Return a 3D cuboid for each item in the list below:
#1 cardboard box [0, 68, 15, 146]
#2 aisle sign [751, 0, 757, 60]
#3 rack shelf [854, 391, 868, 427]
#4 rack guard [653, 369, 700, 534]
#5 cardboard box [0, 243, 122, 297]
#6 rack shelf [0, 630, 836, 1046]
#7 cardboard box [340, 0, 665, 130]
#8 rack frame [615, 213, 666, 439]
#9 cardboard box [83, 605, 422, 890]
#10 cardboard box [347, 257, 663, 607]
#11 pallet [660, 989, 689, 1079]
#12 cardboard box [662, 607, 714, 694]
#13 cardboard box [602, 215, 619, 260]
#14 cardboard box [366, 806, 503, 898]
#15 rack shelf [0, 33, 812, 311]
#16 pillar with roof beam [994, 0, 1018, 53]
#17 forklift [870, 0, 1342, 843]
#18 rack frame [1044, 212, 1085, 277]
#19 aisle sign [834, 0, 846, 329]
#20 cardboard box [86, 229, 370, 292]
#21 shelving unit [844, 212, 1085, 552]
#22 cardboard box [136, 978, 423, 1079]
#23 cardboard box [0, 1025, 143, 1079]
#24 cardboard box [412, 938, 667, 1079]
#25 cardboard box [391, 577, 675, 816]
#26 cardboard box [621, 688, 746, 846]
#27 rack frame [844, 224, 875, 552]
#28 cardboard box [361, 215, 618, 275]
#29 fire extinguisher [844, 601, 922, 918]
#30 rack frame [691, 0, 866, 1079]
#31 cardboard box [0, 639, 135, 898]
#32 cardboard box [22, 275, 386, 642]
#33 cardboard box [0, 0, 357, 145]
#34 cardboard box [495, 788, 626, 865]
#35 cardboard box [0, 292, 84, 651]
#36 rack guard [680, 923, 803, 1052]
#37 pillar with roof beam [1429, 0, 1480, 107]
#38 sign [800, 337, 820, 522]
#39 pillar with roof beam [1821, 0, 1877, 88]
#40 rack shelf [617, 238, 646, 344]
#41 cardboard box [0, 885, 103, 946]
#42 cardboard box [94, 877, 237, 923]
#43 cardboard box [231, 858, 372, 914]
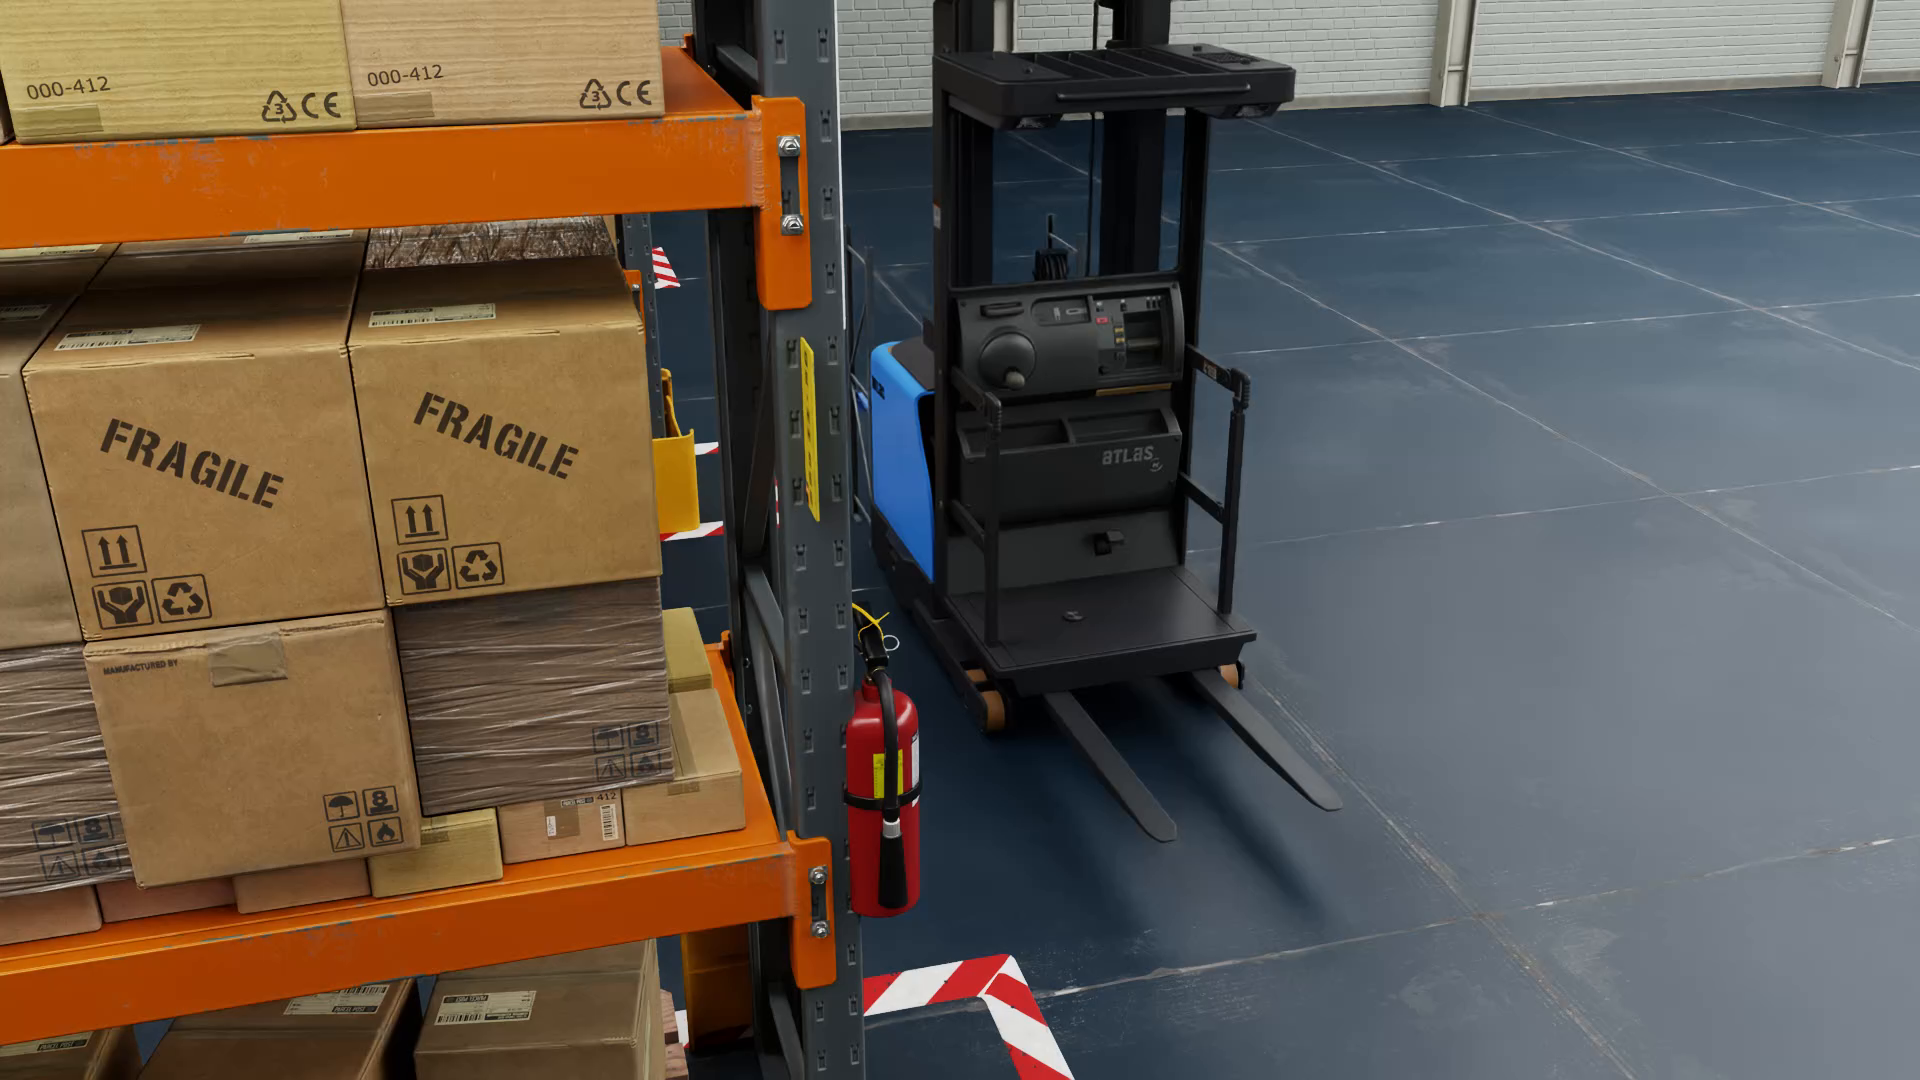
[{"bbox_3d":[-1.776,-0.792,2.679,0.500,0.250,0.500,-6,24,-13],"label":"cardboard box"},{"bbox_3d":[-0.427,-1.051,3.600,0.004,0.787,0.394,-6,24,-14],"label":"aisle sign"},{"bbox_3d":[0.013,-0.618,8.244,1.000,0.185,0.538,-6,24,-15],"label":"rack shelf"},{"bbox_3d":[-1.625,-0.484,8.744,0.348,0.500,1.175,-6,24,-14],"label":"rack guard"},{"bbox_3d":[-1.973,-0.319,3.417,0.500,0.500,0.500,-6,24,-14],"label":"cardboard box"},{"bbox_3d":[-2.331,0.807,3.477,4.000,0.370,1.077,-6,24,-14],"label":"rack shelf"},{"bbox_3d":[-0.801,-0.898,2.925,0.500,0.250,0.500,-6,24,-13],"label":"cardboard box"},{"bbox_3d":[-1.648,-1.630,8.245,0.127,3.000,1.000,-6,24,-14],"label":"rack frame"},{"bbox_3d":[-1.391,0.228,3.410,0.500,0.500,0.875,-6,24,-14],"label":"cardboard box"},{"bbox_3d":[-0.868,-0.226,3.201,0.500,0.500,0.500,-6,24,-14],"label":"cardboard box"},{"bbox_3d":[-1.270,1.626,4.192,1.213,0.211,1.003,-6,24,-14],"label":"pallet"},{"bbox_3d":[-0.744,0.319,4.021,0.250,0.149,0.380,-6,24,-14],"label":"cardboard box"},{"bbox_3d":[-1.993,-1.642,8.083,0.550,0.550,0.875,-6,24,-14],"label":"cardboard box"},{"bbox_3d":[-1.092,0.560,3.458,0.250,0.149,0.380,-6,24,-14],"label":"cardboard box"},{"bbox_3d":[-2.331,-0.571,2.885,4.000,0.370,1.077,-6,24,-14],"label":"rack shelf"},{"bbox_3d":[1.599,-7.412,14.113,0.400,9.000,9.100,-6,24,-14],"label":"pillar with roof beam"},{"bbox_3d":[0.508,-0.771,6.330,1.130,2.935,3.031,-7,24,-16],"label":"forklift"},{"bbox_3d":[0.502,-0.838,8.300,0.032,1.500,0.500,-6,24,-15],"label":"rack frame"},{"bbox_3d":[-0.265,-0.824,3.069,0.004,0.787,0.394,-6,24,-14],"label":"aisle sign"},{"bbox_3d":[-1.492,-0.373,3.543,0.500,0.500,0.500,-6,24,-14],"label":"cardboard box"},{"bbox_3d":[0.013,-0.783,8.173,1.048,1.500,0.538,-6,24,-15],"label":"shelving unit"},{"bbox_3d":[-1.577,1.356,3.923,0.500,0.500,0.500,0,23,0],"label":"cardboard box"},{"bbox_3d":[-2.185,1.416,3.784,0.500,0.500,0.500,-4,24,-9],"label":"cardboard box"},{"bbox_3d":[-1.011,1.280,4.101,0.500,0.500,0.500,-2,23,-5],"label":"cardboard box"},{"bbox_3d":[-0.942,0.129,3.641,0.500,0.500,0.875,-6,24,-14],"label":"cardboard box"},{"bbox_3d":[-0.624,0.488,3.628,0.250,0.149,0.380,-6,24,-14],"label":"cardboard box"},{"bbox_3d":[-0.476,-0.729,8.046,0.032,1.500,0.500,-6,24,-15],"label":"rack frame"},{"bbox_3d":[-1.008,-0.423,3.660,0.500,0.500,0.500,-6,24,-14],"label":"cardboard box"},{"bbox_3d":[-0.171,0.462,3.467,0.183,0.674,0.296,-6,24,-14],"label":"fire extinguisher"},{"bbox_3d":[-0.405,0.264,3.831,0.127,3.000,1.000,-6,24,-14],"label":"rack frame"},{"bbox_3d":[-1.884,0.265,3.325,0.500,0.500,0.875,-6,24,-14],"label":"cardboard box"},{"bbox_3d":[-1.348,-0.171,3.071,0.500,0.500,0.500,-6,24,-14],"label":"cardboard box"},{"bbox_3d":[-1.281,-0.844,2.799,0.500,0.250,0.500,-6,24,-14],"label":"cardboard box"},{"bbox_3d":[-0.865,0.514,3.566,0.250,0.149,0.380,-6,24,-14],"label":"cardboard box"},{"bbox_3d":[-1.830,-0.118,2.950,0.500,0.500,0.500,-6,24,-14],"label":"cardboard box"},{"bbox_3d":[-0.478,1.421,4.305,0.348,0.500,1.175,-6,24,-14],"label":"rack guard"},{"bbox_3d":[7.376,-8.051,15.602,0.400,9.000,9.100,-6,24,-14],"label":"pillar with roof beam"},{"bbox_3d":[-0.275,-0.201,3.045,0.005,0.325,0.100,-6,24,-14],"label":"sign"},{"bbox_3d":[13.153,-8.691,17.092,0.400,9.000,9.100,-6,24,-14],"label":"pillar with roof beam"},{"bbox_3d":[-3.573,-1.087,7.890,4.000,0.370,1.077,-6,24,-14],"label":"rack shelf"},{"bbox_3d":[-1.823,0.627,3.303,0.250,0.149,0.380,-6,24,-14],"label":"cardboard box"},{"bbox_3d":[-1.588,0.592,3.385,0.250,0.149,0.380,-6,24,-14],"label":"cardboard box"},{"bbox_3d":[-1.336,0.581,3.410,0.250,0.149,0.380,-6,24,-14],"label":"cardboard box"}]
